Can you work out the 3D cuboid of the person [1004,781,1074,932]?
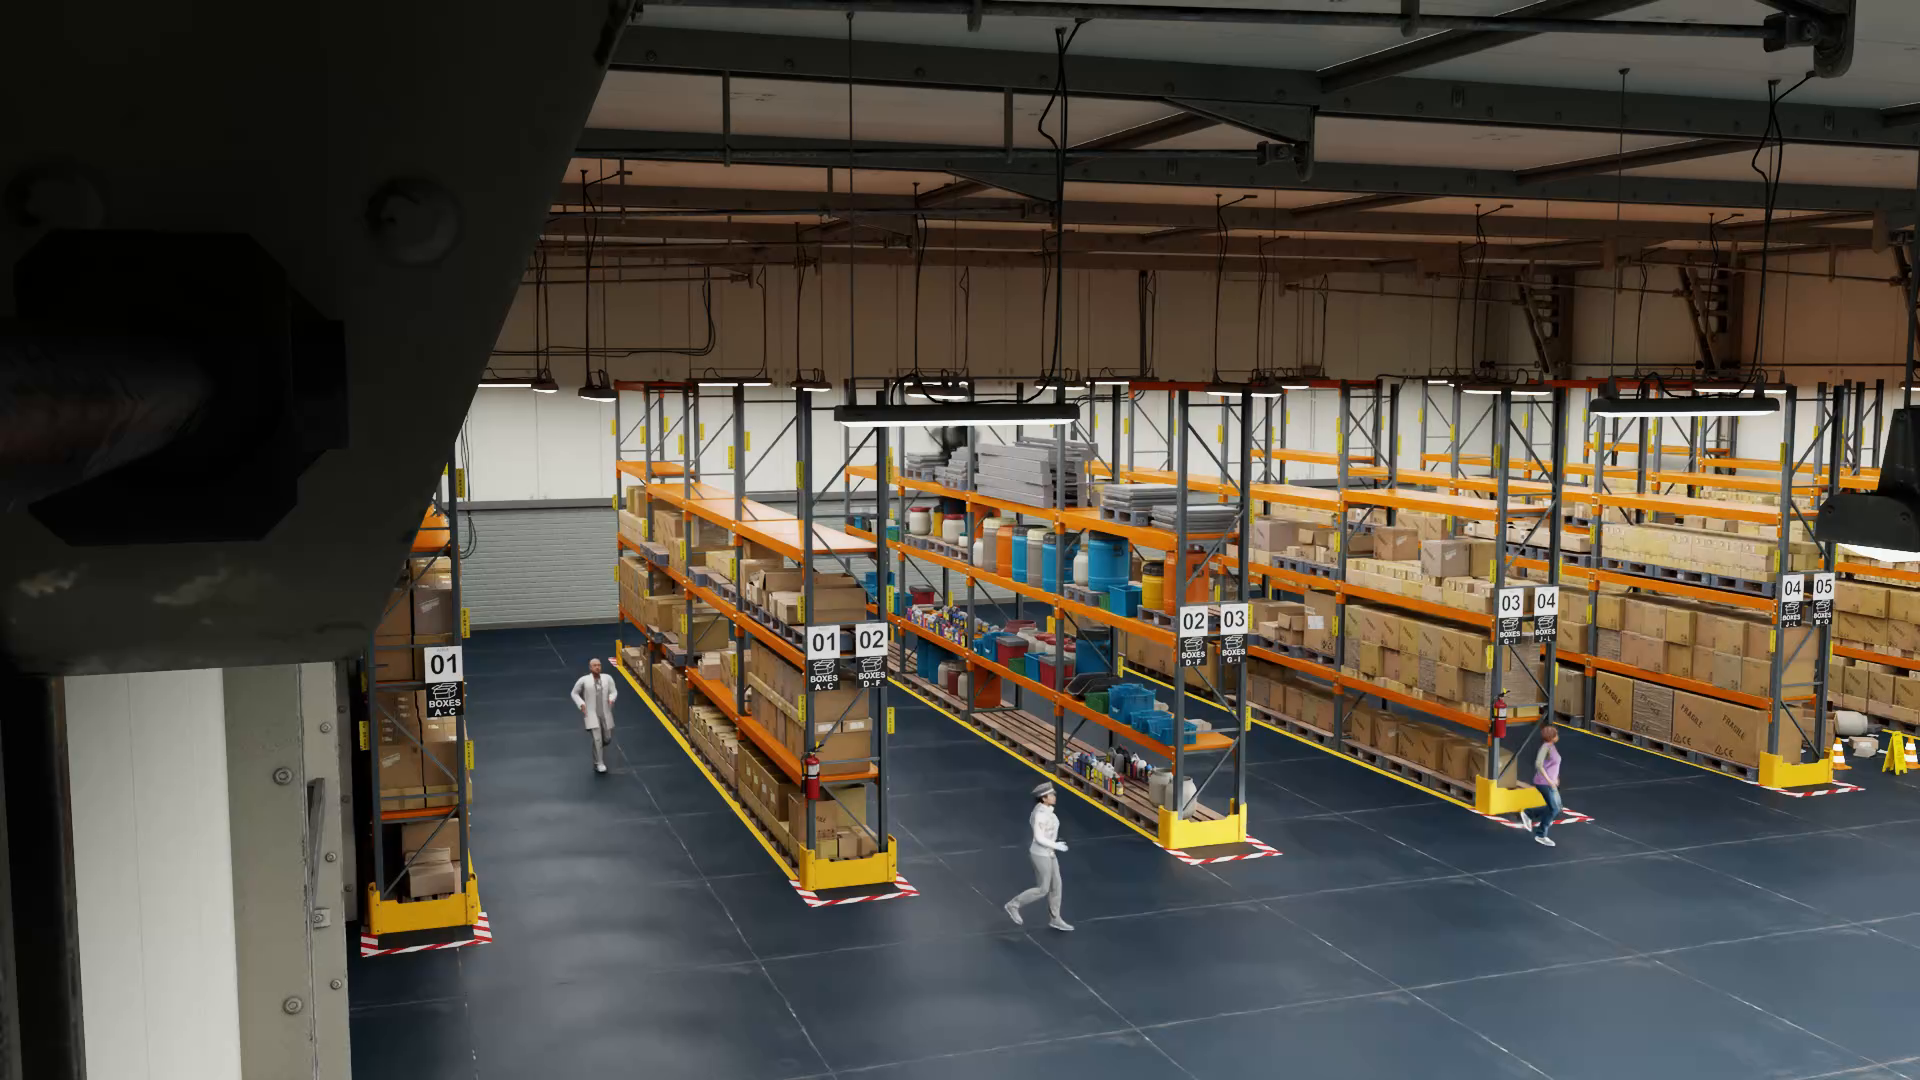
[{"bbox_3d":[0.895,3.534,18.628,0.778,1.704,0.641,1,6,9],"label":"person"}]

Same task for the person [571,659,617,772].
[{"bbox_3d":[-5.699,2.718,26.022,0.715,1.735,0.826,-3,7,-29],"label":"person"}]

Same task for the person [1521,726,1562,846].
[{"bbox_3d":[7.754,3.245,22.147,0.513,1.550,0.582,4,7,32],"label":"person"}]
